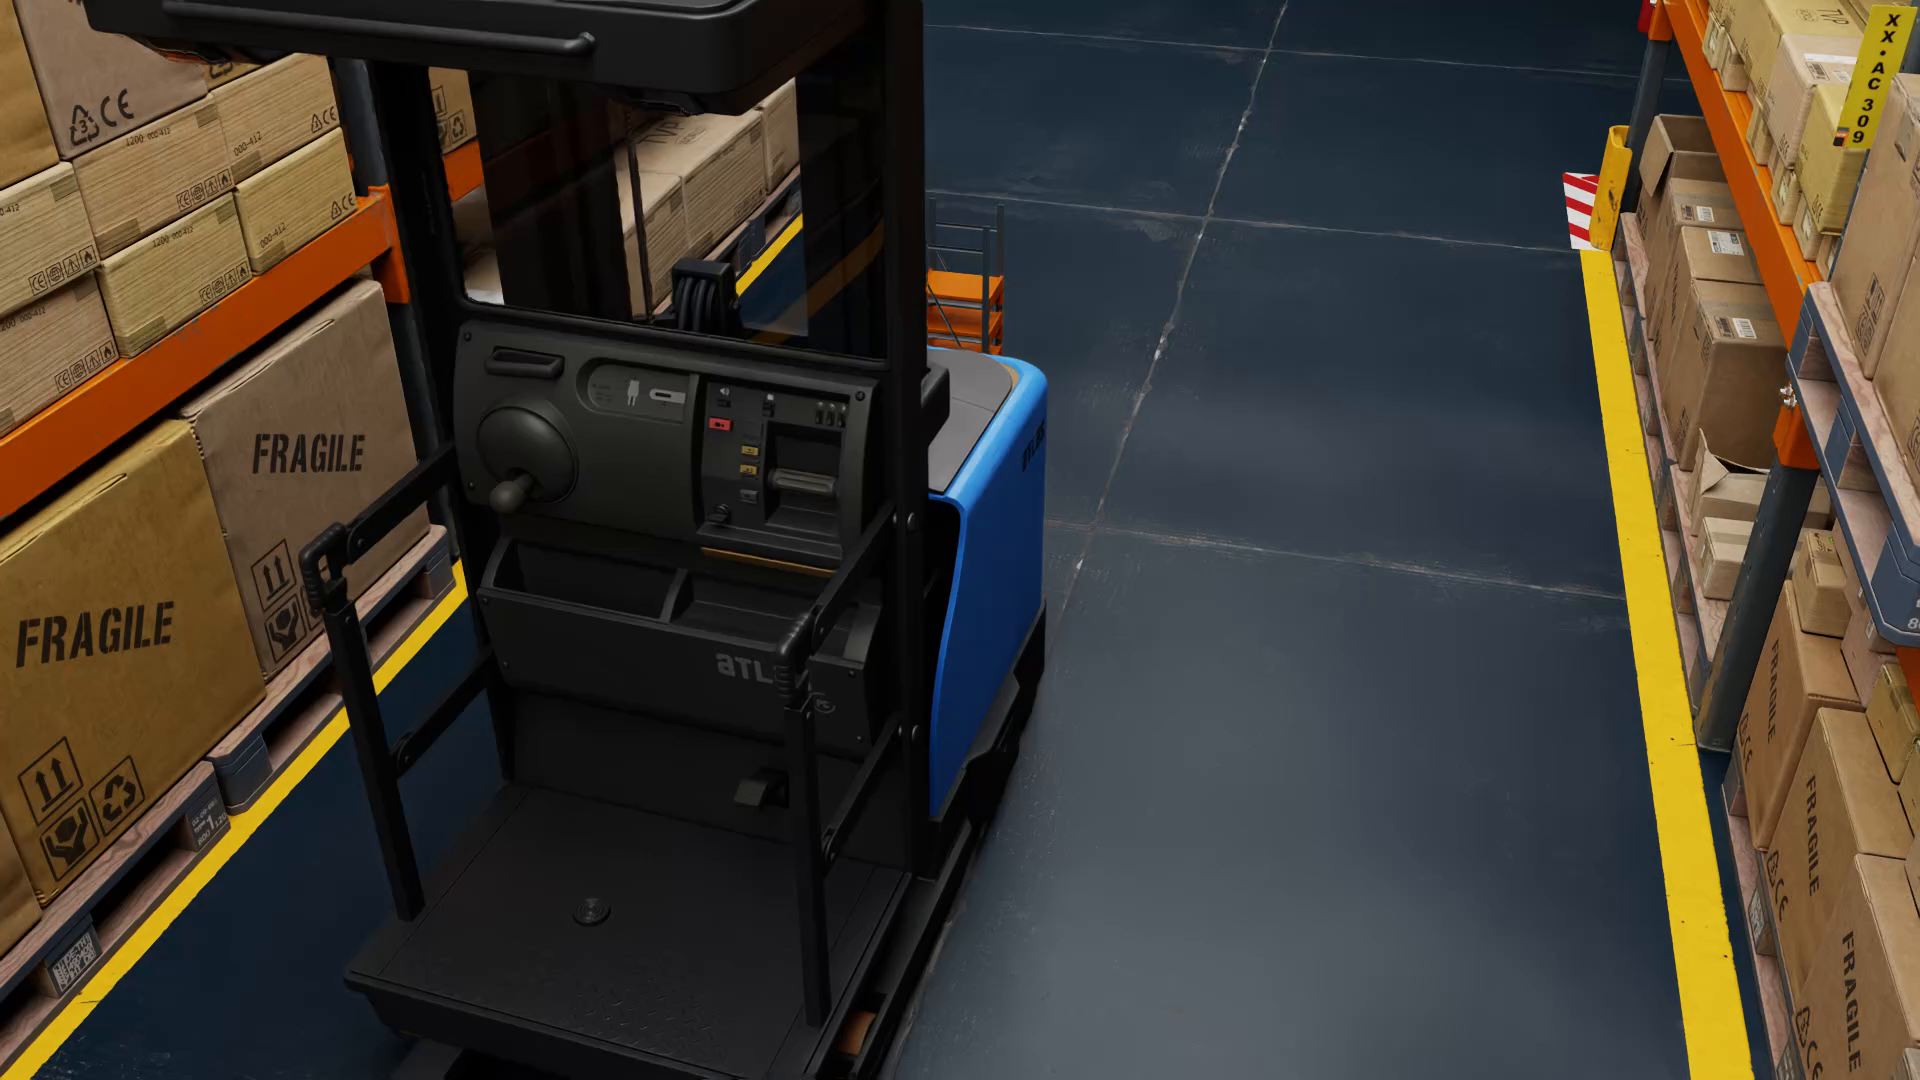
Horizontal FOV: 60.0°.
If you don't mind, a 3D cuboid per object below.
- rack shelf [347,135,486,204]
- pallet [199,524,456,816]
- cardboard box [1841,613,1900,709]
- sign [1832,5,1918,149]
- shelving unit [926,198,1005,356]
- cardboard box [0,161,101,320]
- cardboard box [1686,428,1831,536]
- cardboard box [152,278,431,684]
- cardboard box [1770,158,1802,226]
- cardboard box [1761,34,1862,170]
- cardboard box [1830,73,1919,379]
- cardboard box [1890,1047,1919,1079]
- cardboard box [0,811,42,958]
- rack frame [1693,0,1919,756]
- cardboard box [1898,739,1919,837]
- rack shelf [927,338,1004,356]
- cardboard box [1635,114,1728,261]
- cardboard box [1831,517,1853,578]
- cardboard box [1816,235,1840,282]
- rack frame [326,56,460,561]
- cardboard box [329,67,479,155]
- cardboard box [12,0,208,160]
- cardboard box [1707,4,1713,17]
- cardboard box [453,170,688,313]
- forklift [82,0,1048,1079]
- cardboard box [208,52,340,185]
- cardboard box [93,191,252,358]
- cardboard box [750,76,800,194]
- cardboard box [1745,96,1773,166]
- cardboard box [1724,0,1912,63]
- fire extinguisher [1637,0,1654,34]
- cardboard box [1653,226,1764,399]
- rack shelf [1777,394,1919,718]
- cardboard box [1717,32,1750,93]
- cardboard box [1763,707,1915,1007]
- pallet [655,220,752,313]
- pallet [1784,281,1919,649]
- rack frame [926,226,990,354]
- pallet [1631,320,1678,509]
[{"bbox_3d":[-1.669,-2.031,6.819,1.077,0.370,4.000,8,33,12],"label":"rack shelf"},{"bbox_3d":[-2.300,0.291,5.096,1.003,0.211,1.213,8,33,12],"label":"pallet"},{"bbox_3d":[2.281,0.285,3.839,0.380,0.149,0.250,7,33,11],"label":"cardboard box"},{"bbox_3d":[2.098,-1.058,3.811,0.100,0.325,0.005,8,33,12],"label":"sign"},{"bbox_3d":[-0.004,-0.499,5.416,0.258,1.200,0.189,8,33,12],"label":"shelving unit"},{"bbox_3d":[-2.299,-0.652,3.654,0.500,0.250,0.500,9,33,14],"label":"cardboard box"},{"bbox_3d":[2.573,-0.160,5.363,0.396,0.266,0.258,9,34,14],"label":"cardboard box"},{"bbox_3d":[-2.257,-0.244,4.928,0.875,0.875,0.875,9,34,14],"label":"cardboard box"},{"bbox_3d":[2.550,-0.993,4.750,0.380,0.149,0.250,9,34,14],"label":"cardboard box"},{"bbox_3d":[2.631,-1.244,4.774,0.500,0.250,0.500,8,33,13],"label":"cardboard box"},{"bbox_3d":[2.286,-0.621,3.447,0.700,0.500,0.500,9,34,14],"label":"cardboard box"},{"bbox_3d":[1.891,1.280,2.879,0.500,0.500,0.500,7,33,11],"label":"cardboard box"},{"bbox_3d":[-2.706,0.689,3.459,0.875,0.875,0.875,8,33,13],"label":"cardboard box"},{"bbox_3d":[2.625,-0.623,3.933,1.000,3.000,0.127,8,33,12],"label":"rack frame"},{"bbox_3d":[2.171,0.564,3.400,0.380,0.149,0.250,7,33,12],"label":"cardboard box"},{"bbox_3d":[-0.004,-0.563,5.376,0.258,0.103,0.180,8,33,12],"label":"rack shelf"},{"bbox_3d":[3.393,-1.518,7.277,0.797,0.503,0.637,7,33,10],"label":"cardboard box"},{"bbox_3d":[2.335,0.014,3.989,0.380,0.149,0.250,7,33,12],"label":"cardboard box"},{"bbox_3d":[2.462,-0.716,4.315,0.380,0.149,0.250,8,33,13],"label":"cardboard box"},{"bbox_3d":[-2.177,-1.296,4.993,1.000,3.000,0.127,8,33,12],"label":"rack frame"},{"bbox_3d":[-1.805,-1.547,5.294,0.500,0.500,0.500,9,34,14],"label":"cardboard box"},{"bbox_3d":[-2.172,-1.225,3.856,0.500,0.500,0.500,9,33,13],"label":"cardboard box"},{"bbox_3d":[3.115,-2.057,6.424,0.380,0.149,0.250,9,34,14],"label":"cardboard box"},{"bbox_3d":[-1.687,-1.168,6.789,0.875,0.438,0.875,7,33,11],"label":"cardboard box"},{"bbox_3d":[-0.686,-0.145,3.247,1.130,2.935,3.031,10,34,15],"label":"forklift"},{"bbox_3d":[-2.054,-1.182,4.488,0.500,0.250,0.500,8,33,12],"label":"cardboard box"},{"bbox_3d":[-2.177,-0.702,4.198,0.500,0.250,0.500,8,33,12],"label":"cardboard box"},{"bbox_3d":[-1.233,-2.112,8.273,0.875,0.438,0.875,7,33,11],"label":"cardboard box"},{"bbox_3d":[2.680,-1.261,5.173,0.380,0.149,0.250,8,33,12],"label":"cardboard box"},{"bbox_3d":[2.902,-1.768,5.598,0.500,0.250,0.500,7,33,11],"label":"cardboard box"},{"bbox_3d":[3.231,-2.648,7.538,0.296,0.674,0.183,8,33,12],"label":"fire extinguisher"},{"bbox_3d":[2.908,-0.817,6.178,0.500,0.500,0.500,9,33,13],"label":"cardboard box"},{"bbox_3d":[2.118,0.719,2.494,1.077,0.370,4.000,8,33,12],"label":"rack shelf"},{"bbox_3d":[2.869,-1.658,5.796,0.380,0.149,0.250,9,33,13],"label":"cardboard box"},{"bbox_3d":[2.159,0.753,3.708,0.500,0.500,0.500,8,33,12],"label":"cardboard box"},{"bbox_3d":[-1.601,-1.139,7.344,1.003,0.211,1.213,8,33,12],"label":"pallet"},{"bbox_3d":[2.317,-0.142,3.356,1.003,0.211,1.213,8,33,12],"label":"pallet"},{"bbox_3d":[-0.027,-0.451,5.342,0.240,1.200,0.006,8,33,12],"label":"rack frame"},{"bbox_3d":[3.108,-0.437,6.241,1.003,0.211,1.213,8,33,12],"label":"pallet"}]
